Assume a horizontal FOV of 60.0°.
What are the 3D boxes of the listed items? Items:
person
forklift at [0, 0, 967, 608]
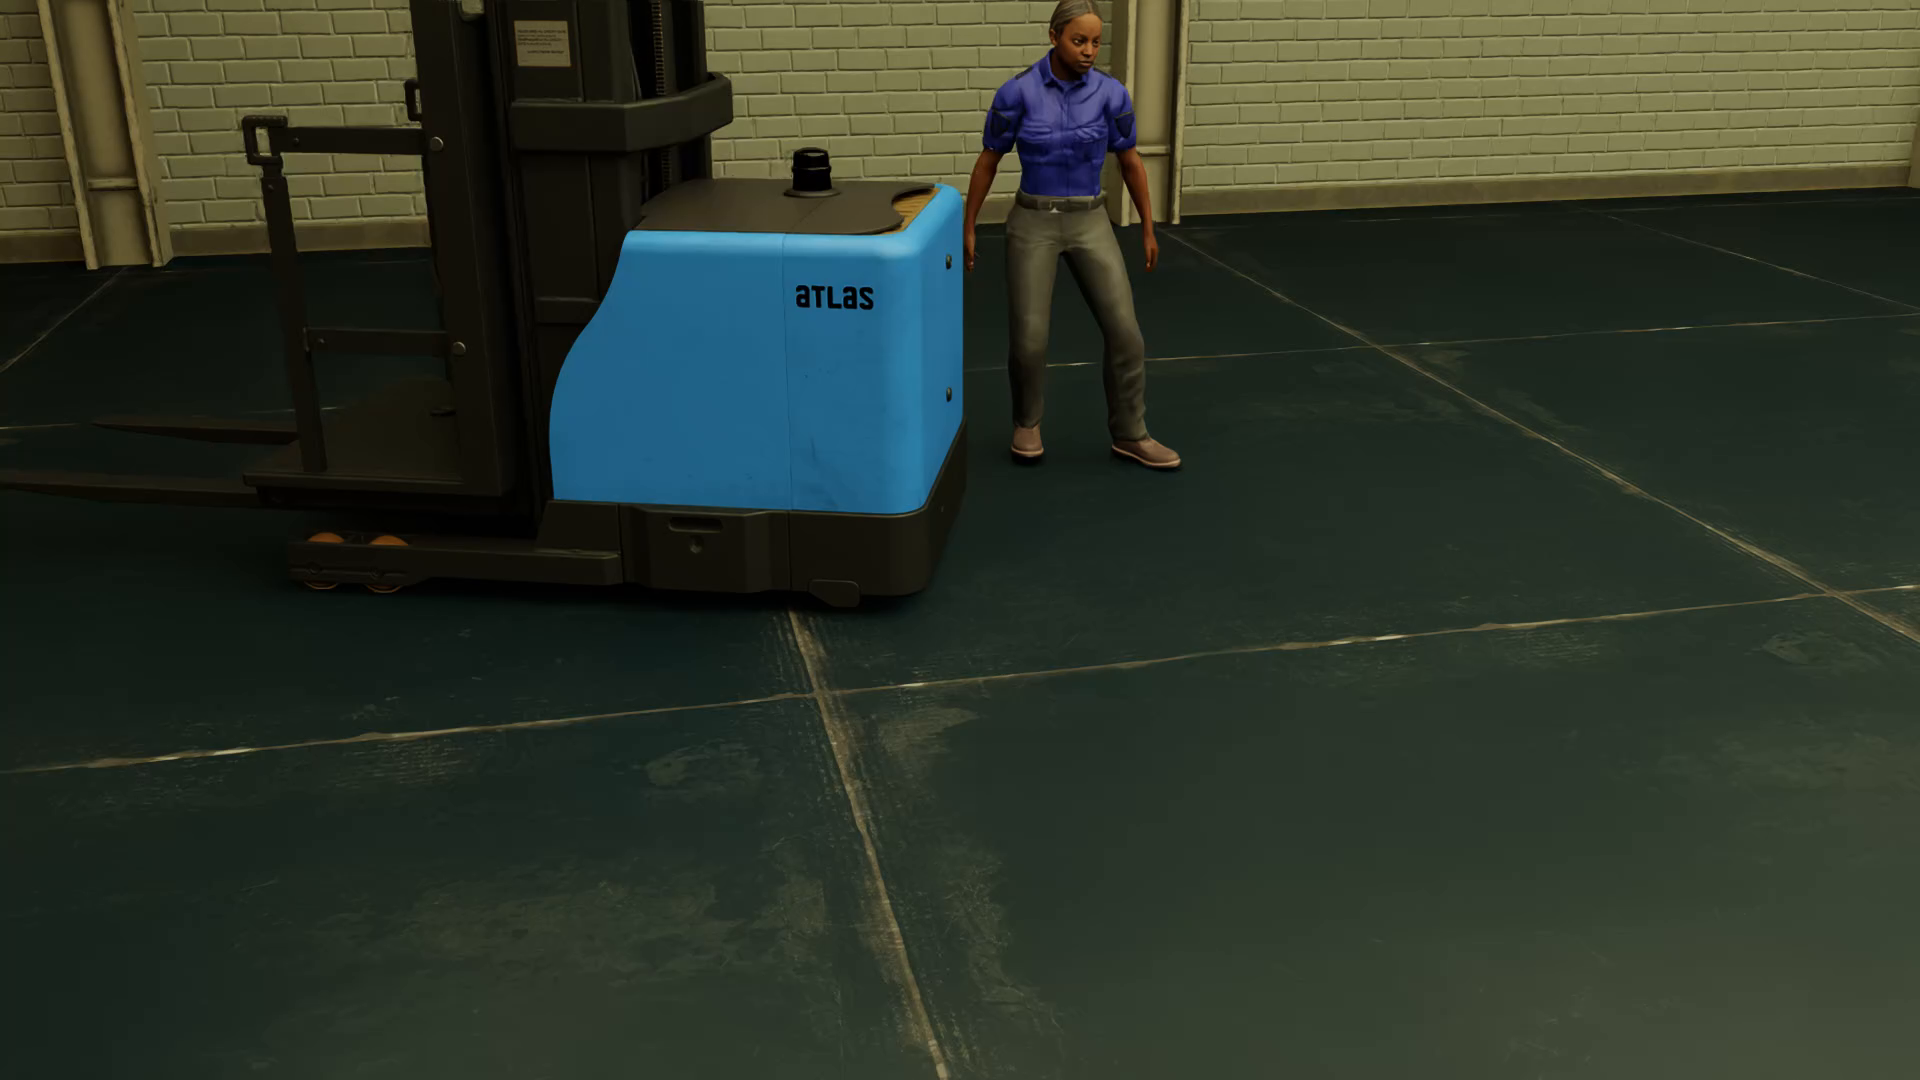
[{"bbox_3d":[0.393,-1.056,5.792,0.788,1.621,0.372,-1,21,-3],"label":"person"},{"bbox_3d":[-1.536,-1.395,4.843,3.031,2.935,1.130,3,21,7],"label":"forklift"}]
